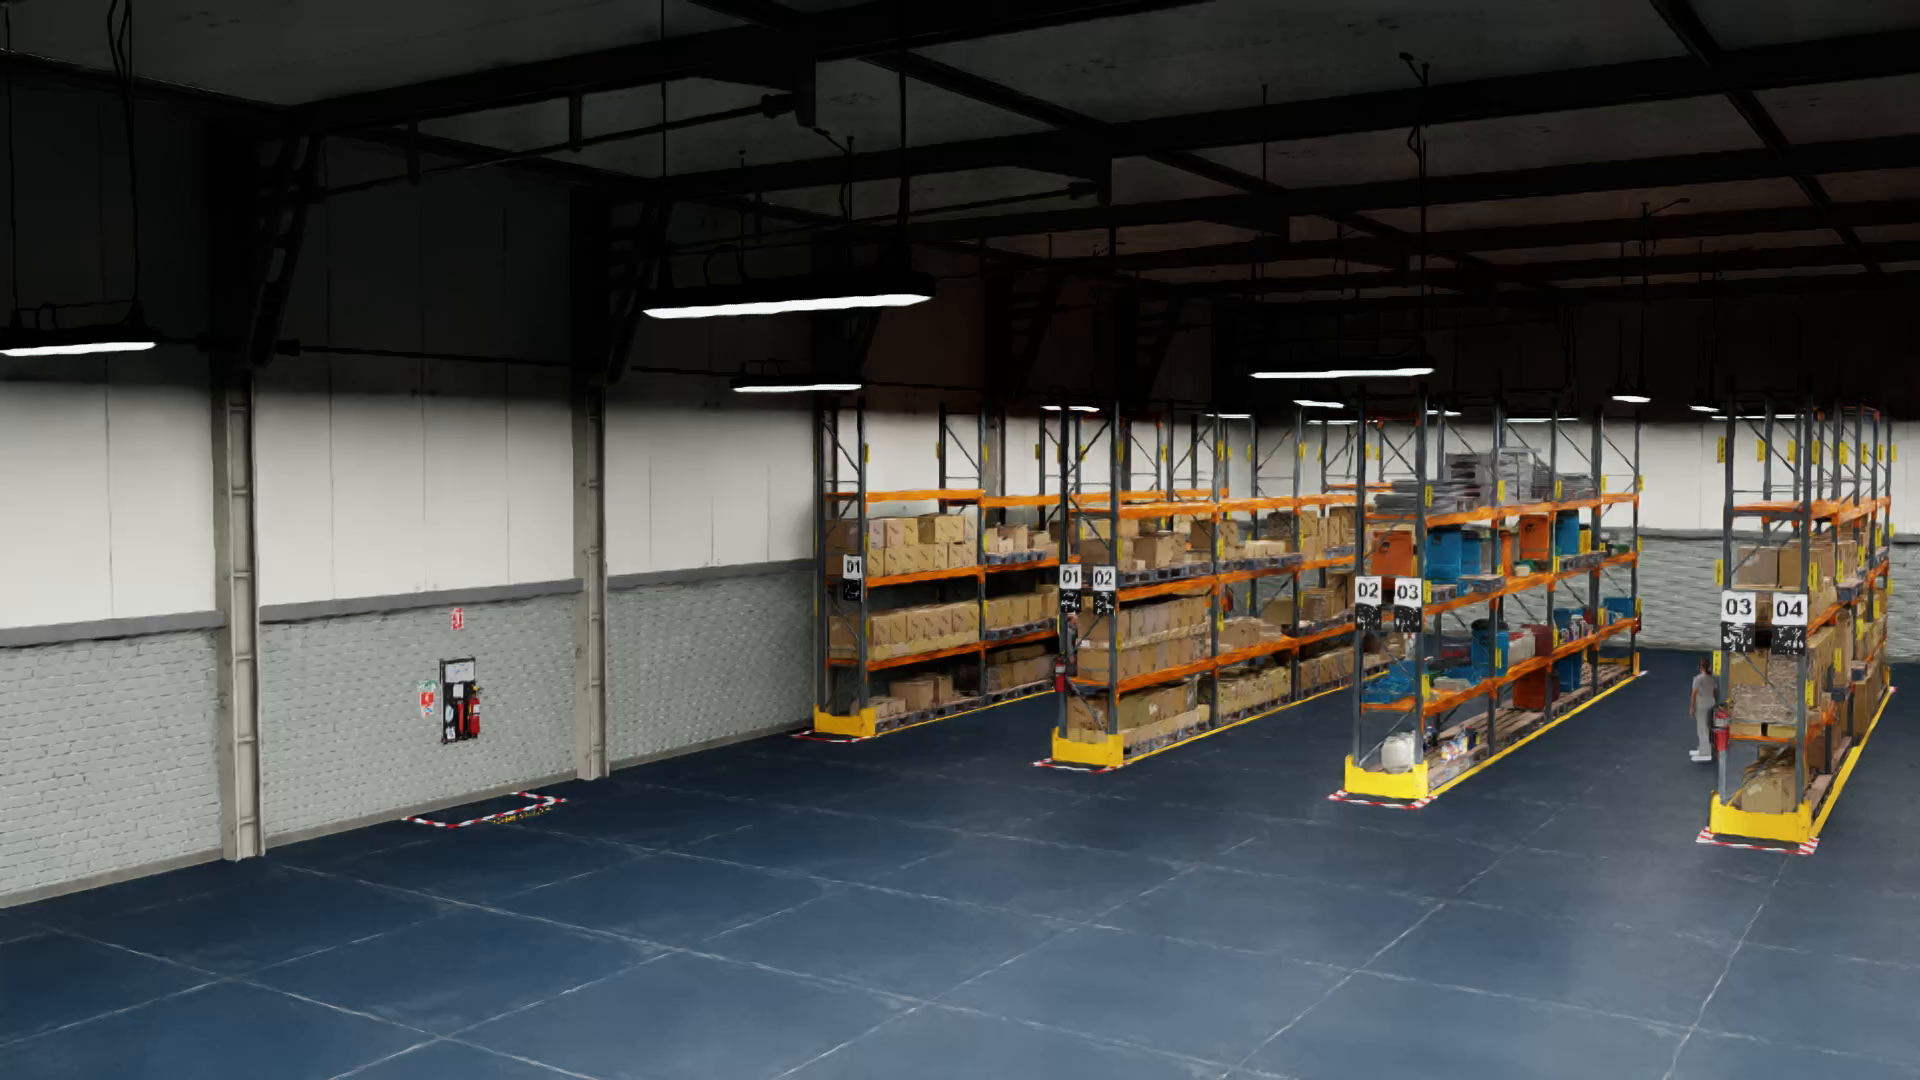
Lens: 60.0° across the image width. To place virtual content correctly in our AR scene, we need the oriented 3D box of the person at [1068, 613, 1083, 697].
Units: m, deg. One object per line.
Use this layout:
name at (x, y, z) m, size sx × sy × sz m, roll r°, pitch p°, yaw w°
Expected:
person at (2.308, 2.333, 34.074) m, size 0.405 × 1.727 × 0.615 m, roll 0°, pitch 3°, yaw 9°

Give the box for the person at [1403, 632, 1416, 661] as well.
person at (9.886, 2.180, 36.385) m, size 0.395 × 1.782 × 0.652 m, roll 1°, pitch 3°, yaw 20°

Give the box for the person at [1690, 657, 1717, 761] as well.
person at (12.072, 2.730, 27.052) m, size 0.562 × 1.668 × 0.569 m, roll -2°, pitch 3°, yaw -27°
